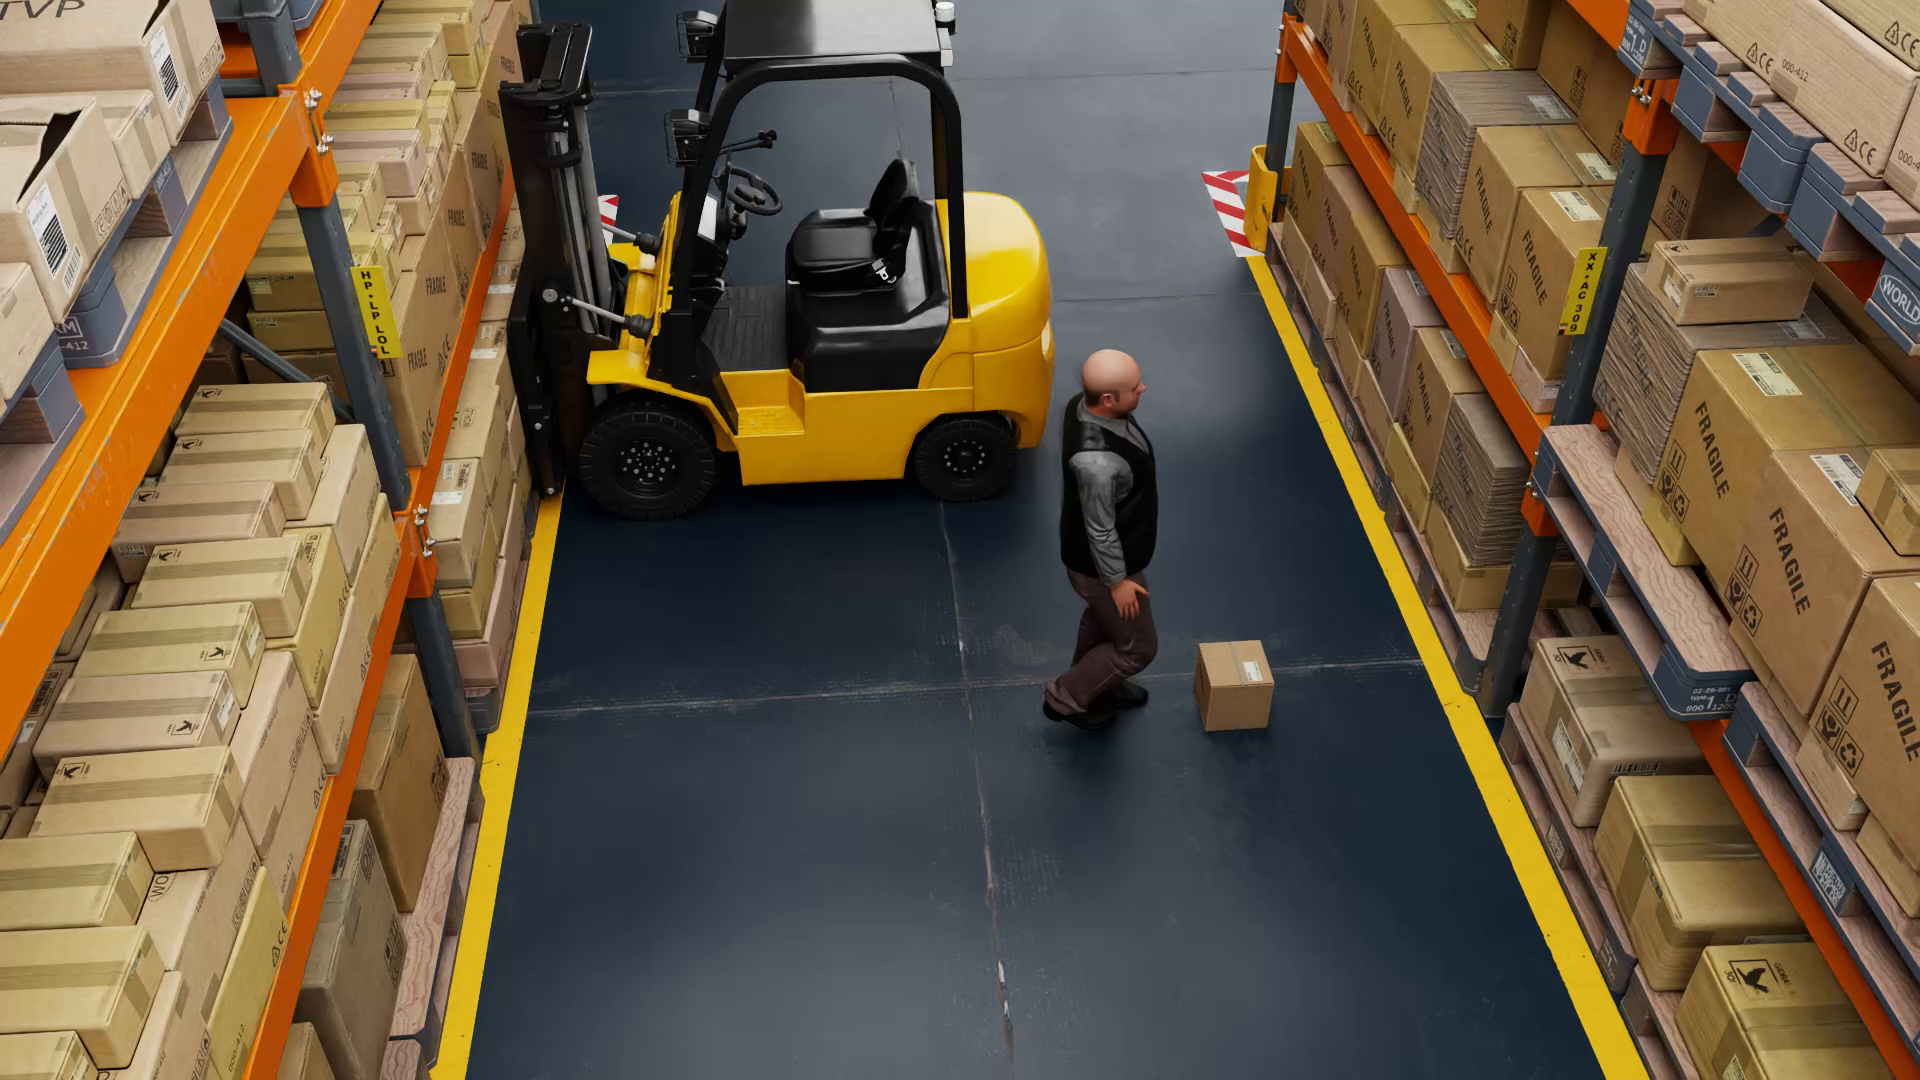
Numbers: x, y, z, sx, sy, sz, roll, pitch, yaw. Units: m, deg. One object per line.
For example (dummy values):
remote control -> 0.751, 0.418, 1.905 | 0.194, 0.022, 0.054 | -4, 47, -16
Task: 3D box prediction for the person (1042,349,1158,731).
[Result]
person -> 0.540, 0.043, 6.106 | 0.430, 1.732, 0.554 | 2, 39, 2
